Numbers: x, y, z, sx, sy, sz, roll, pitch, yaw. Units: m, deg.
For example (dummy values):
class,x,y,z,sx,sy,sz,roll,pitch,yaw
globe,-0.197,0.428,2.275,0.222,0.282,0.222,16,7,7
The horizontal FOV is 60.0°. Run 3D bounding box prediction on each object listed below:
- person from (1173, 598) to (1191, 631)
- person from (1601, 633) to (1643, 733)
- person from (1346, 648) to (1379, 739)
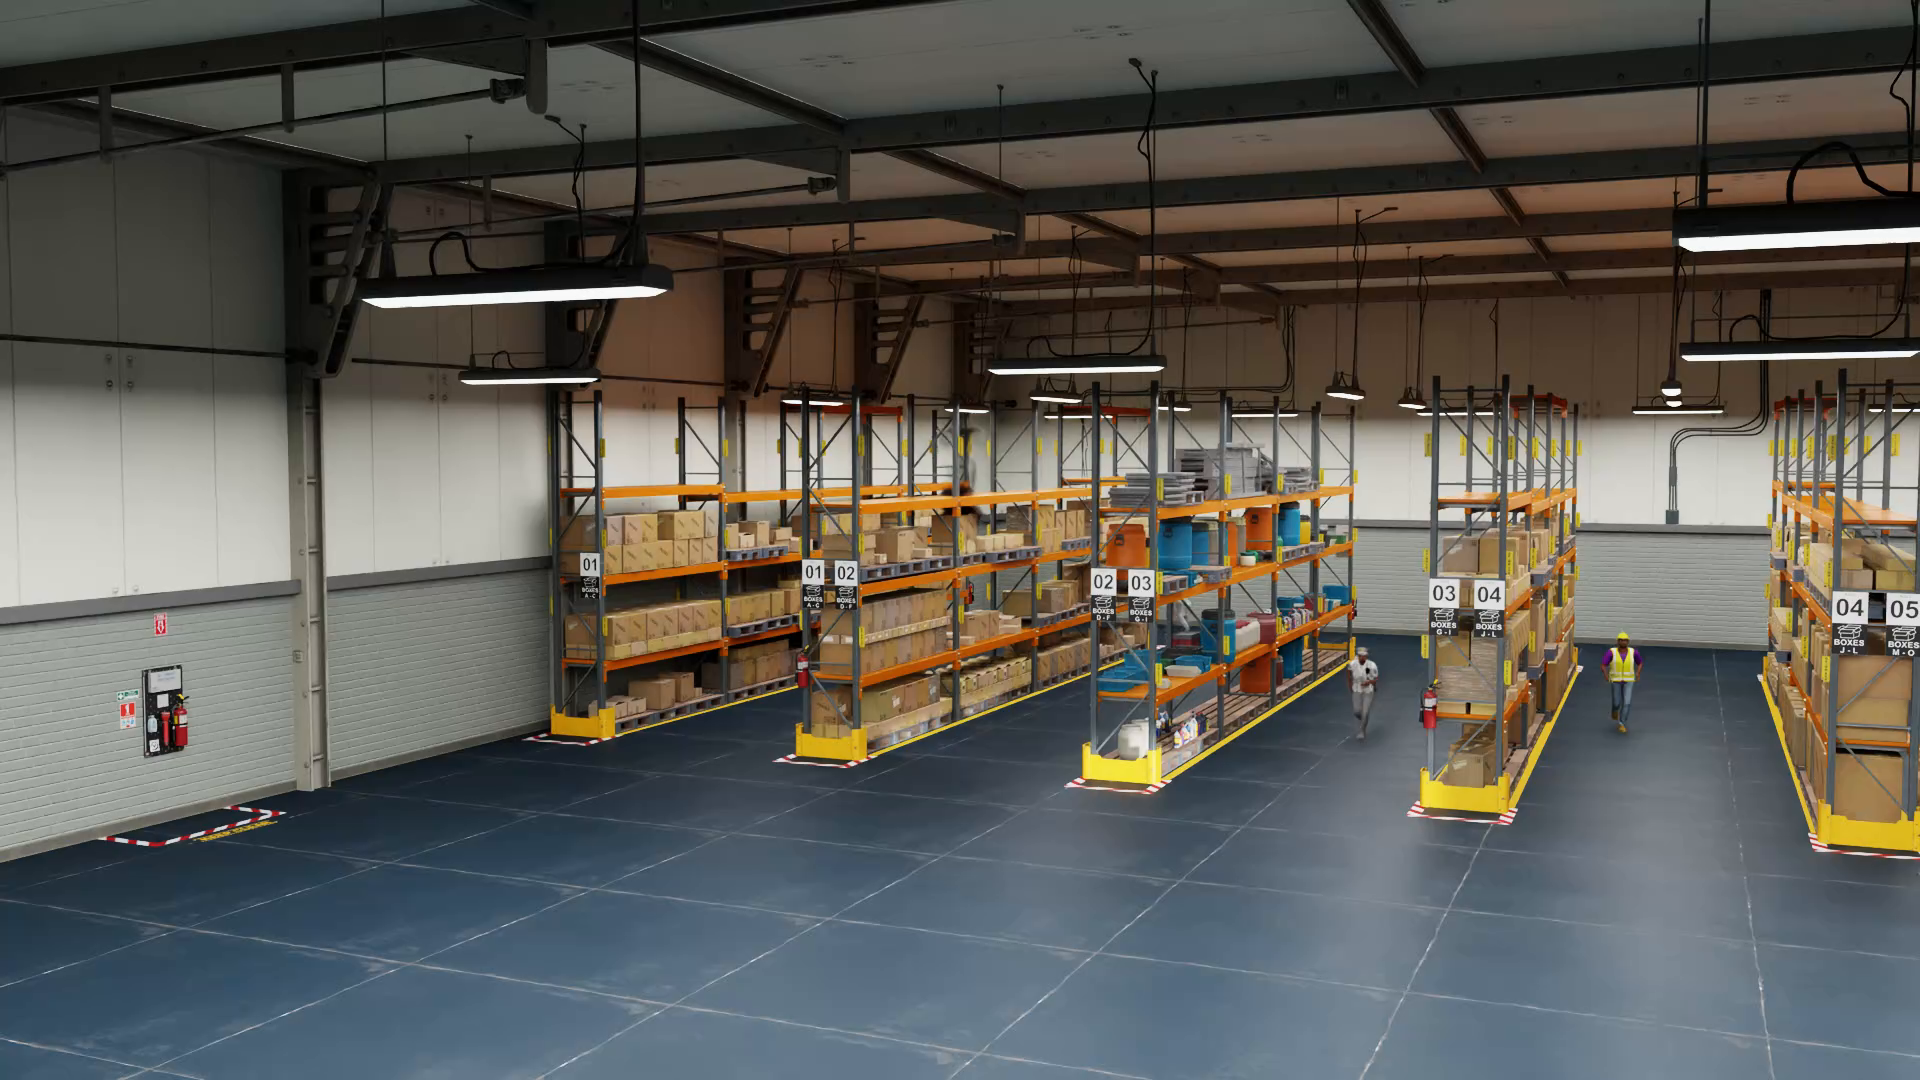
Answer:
class,x,y,z,sx,sy,sz,roll,pitch,yaw
person,5.573,1.900,41.732,0.606,1.569,0.875,-2,4,-30
person,11.782,2.516,29.578,0.711,1.747,0.738,1,3,16
person,6.916,2.630,28.612,0.562,1.614,0.676,1,3,19
